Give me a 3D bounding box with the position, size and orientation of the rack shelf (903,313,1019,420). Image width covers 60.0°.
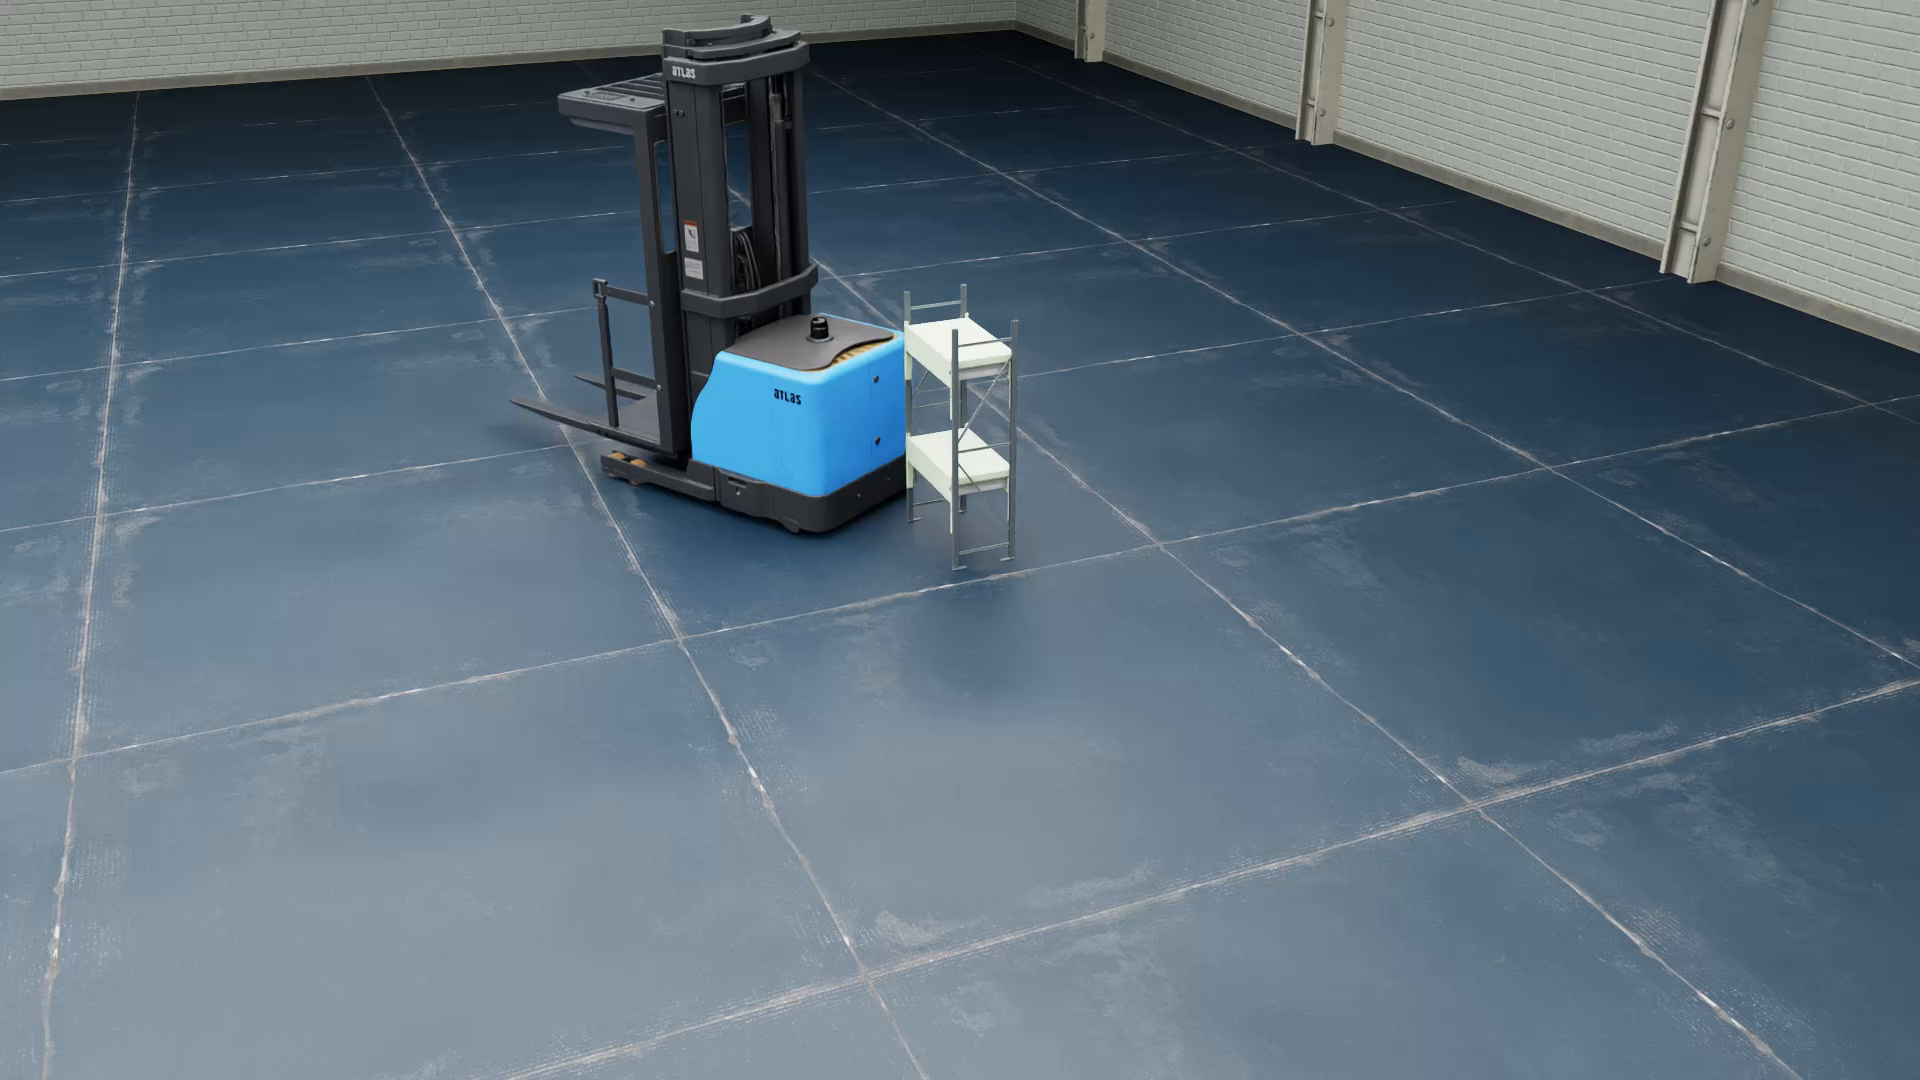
[{"bbox_3d":[-0.003,-1.027,9.755,0.431,0.370,0.720,-11,28,-21],"label":"rack shelf"}]

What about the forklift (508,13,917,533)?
[{"bbox_3d":[-1.777,-1.852,10.703,3.031,2.935,1.130,17,31,31],"label":"forklift"}]

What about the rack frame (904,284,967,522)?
[{"bbox_3d":[-0.146,-0.824,10.229,0.400,1.500,0.023,-11,28,-21],"label":"rack frame"}]

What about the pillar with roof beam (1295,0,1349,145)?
[{"bbox_3d":[0.342,-8.143,16.672,9.100,9.000,0.400,-11,28,-21],"label":"pillar with roof beam"}]

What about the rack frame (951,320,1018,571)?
[{"bbox_3d":[0.141,-0.529,9.624,0.400,1.500,0.023,-11,28,-21],"label":"rack frame"}]

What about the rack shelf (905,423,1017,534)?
[{"bbox_3d":[-0.003,-0.384,10.069,0.431,0.370,0.720,-11,28,-21],"label":"rack shelf"}]

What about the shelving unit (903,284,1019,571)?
[{"bbox_3d":[-0.003,-0.677,9.926,0.431,1.500,0.755,-11,28,-21],"label":"shelving unit"}]

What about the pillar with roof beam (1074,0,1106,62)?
[{"bbox_3d":[-2.008,-10.566,21.633,9.100,9.000,0.400,-11,28,-21],"label":"pillar with roof beam"}]

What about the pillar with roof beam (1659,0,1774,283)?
[{"bbox_3d":[2.691,-5.721,11.711,9.100,9.000,0.400,-11,28,-21],"label":"pillar with roof beam"}]
